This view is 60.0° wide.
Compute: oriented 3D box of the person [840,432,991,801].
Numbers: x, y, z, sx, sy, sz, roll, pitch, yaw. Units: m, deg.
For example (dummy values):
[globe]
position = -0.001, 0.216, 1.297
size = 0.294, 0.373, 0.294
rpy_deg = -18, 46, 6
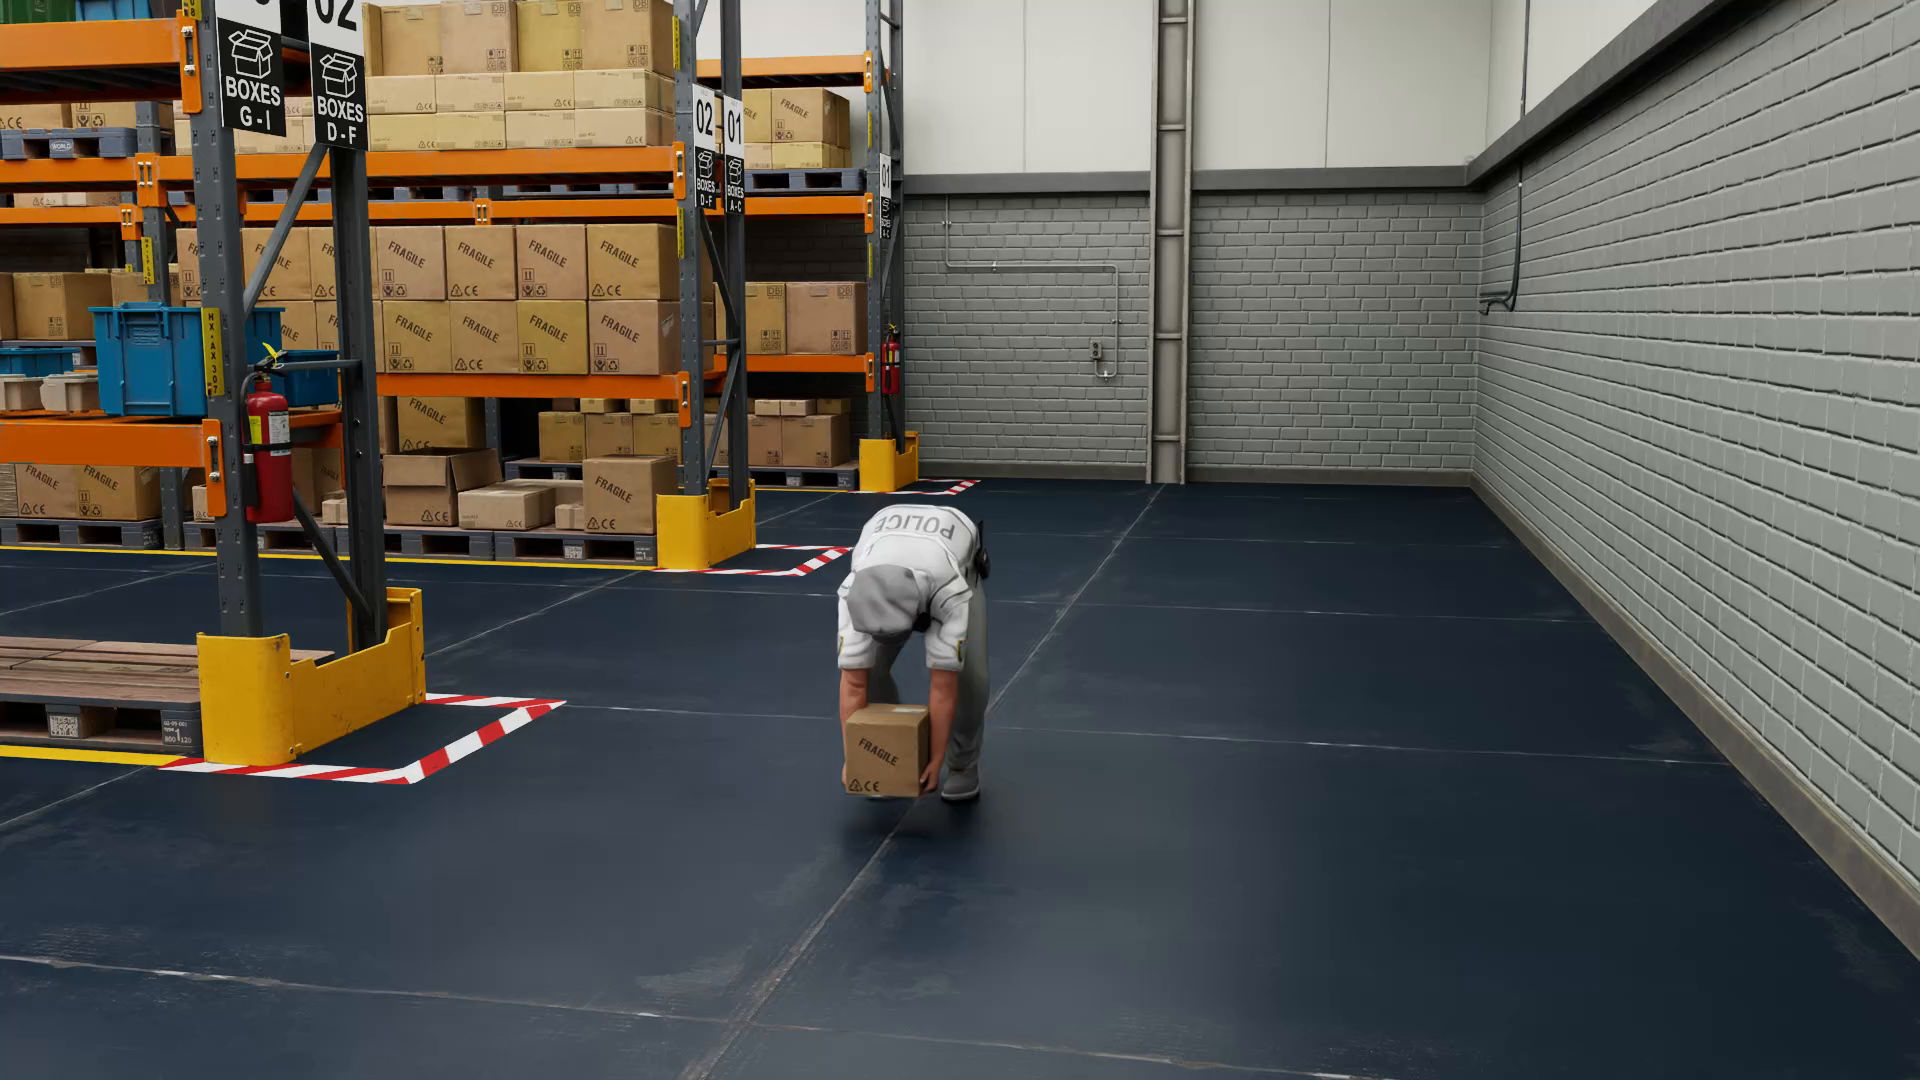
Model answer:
[person]
position = -0.173, 0.277, 5.775
size = 0.471, 1.350, 0.995
rpy_deg = 1, 8, 10
